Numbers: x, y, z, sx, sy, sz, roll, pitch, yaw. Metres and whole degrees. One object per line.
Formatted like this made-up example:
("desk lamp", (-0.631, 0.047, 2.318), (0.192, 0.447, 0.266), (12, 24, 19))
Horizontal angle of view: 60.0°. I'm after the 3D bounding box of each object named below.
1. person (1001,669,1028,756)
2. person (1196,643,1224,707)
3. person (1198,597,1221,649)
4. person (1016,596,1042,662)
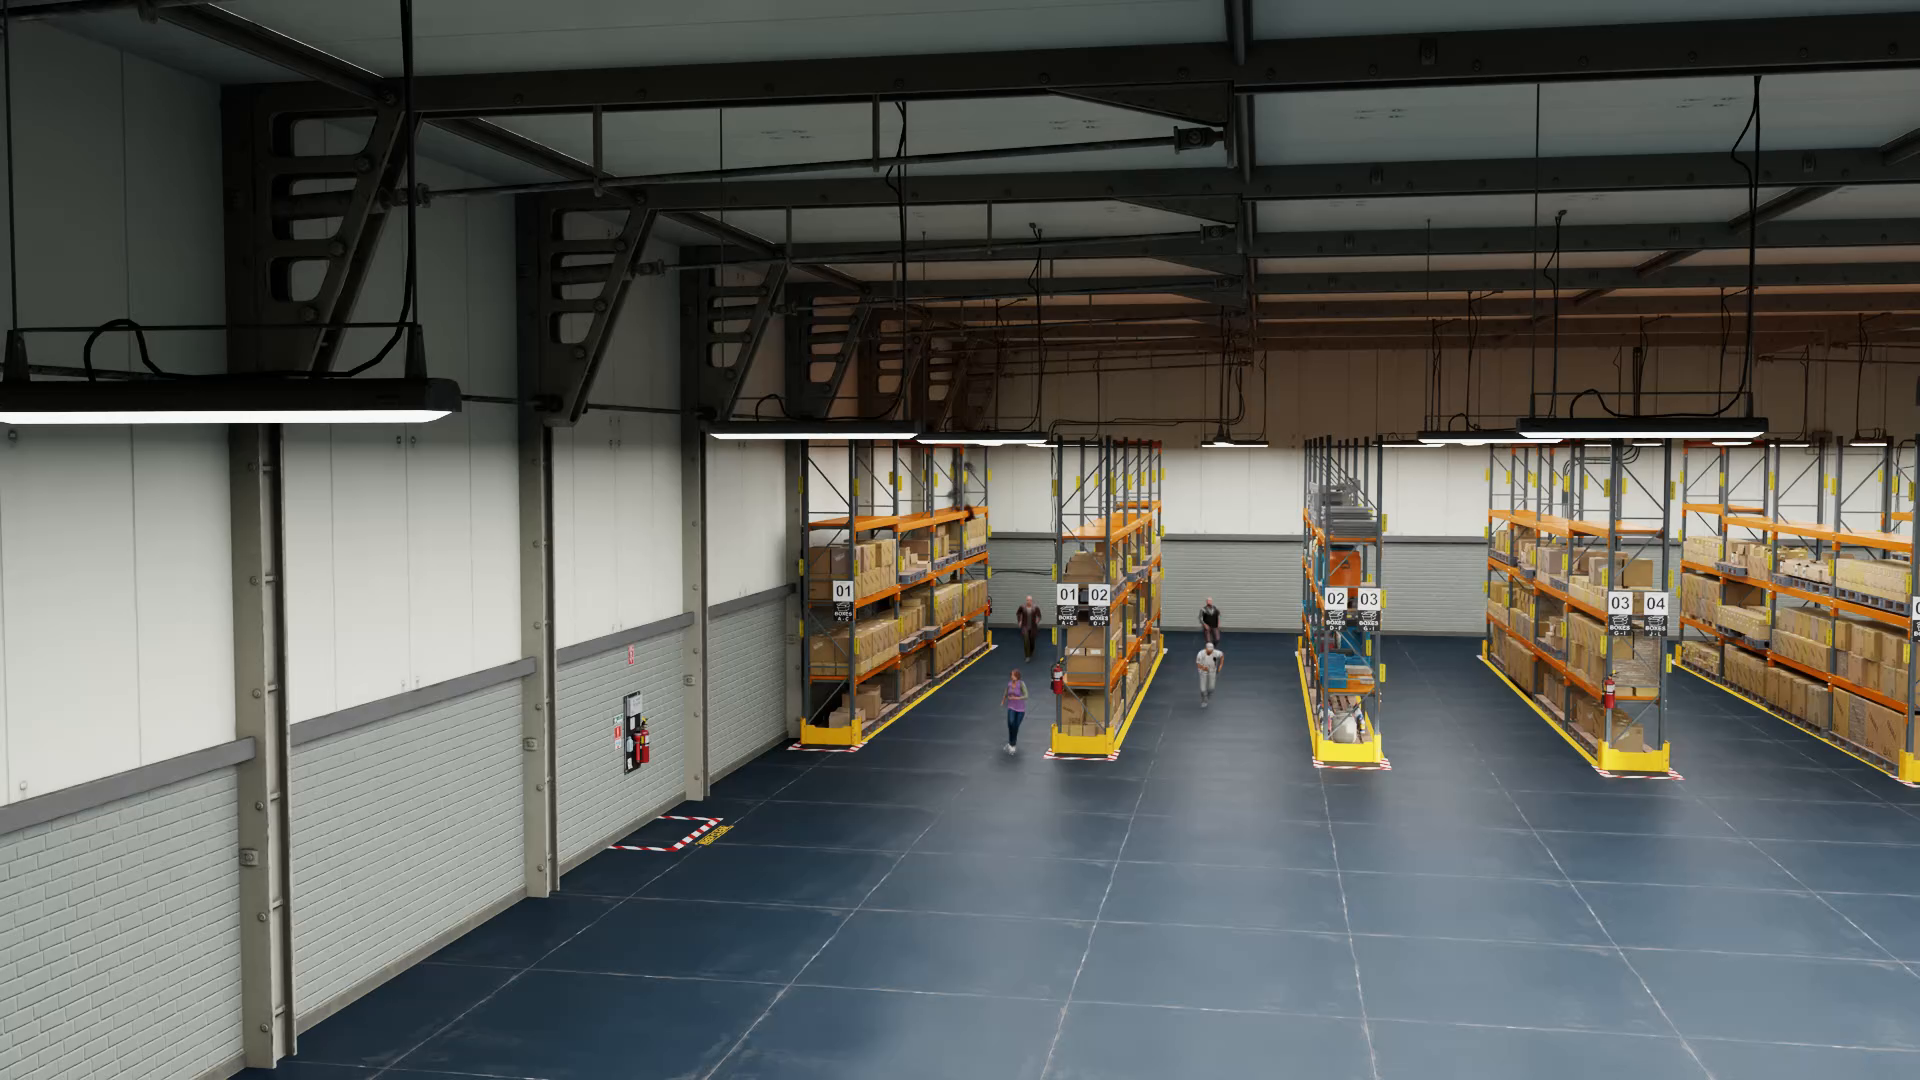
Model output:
("person", (1.027, 3.231, 31.417), (0.576, 1.595, 0.619), (1, 3, 13))
("person", (5.551, 2.990, 36.907), (0.635, 1.493, 0.812), (0, 3, 2))
("person", (6.882, 2.420, 45.548), (0.683, 1.687, 0.558), (-1, 3, -10))
("person", (1.876, 2.399, 45.231), (0.689, 1.766, 0.990), (0, 3, 1))
